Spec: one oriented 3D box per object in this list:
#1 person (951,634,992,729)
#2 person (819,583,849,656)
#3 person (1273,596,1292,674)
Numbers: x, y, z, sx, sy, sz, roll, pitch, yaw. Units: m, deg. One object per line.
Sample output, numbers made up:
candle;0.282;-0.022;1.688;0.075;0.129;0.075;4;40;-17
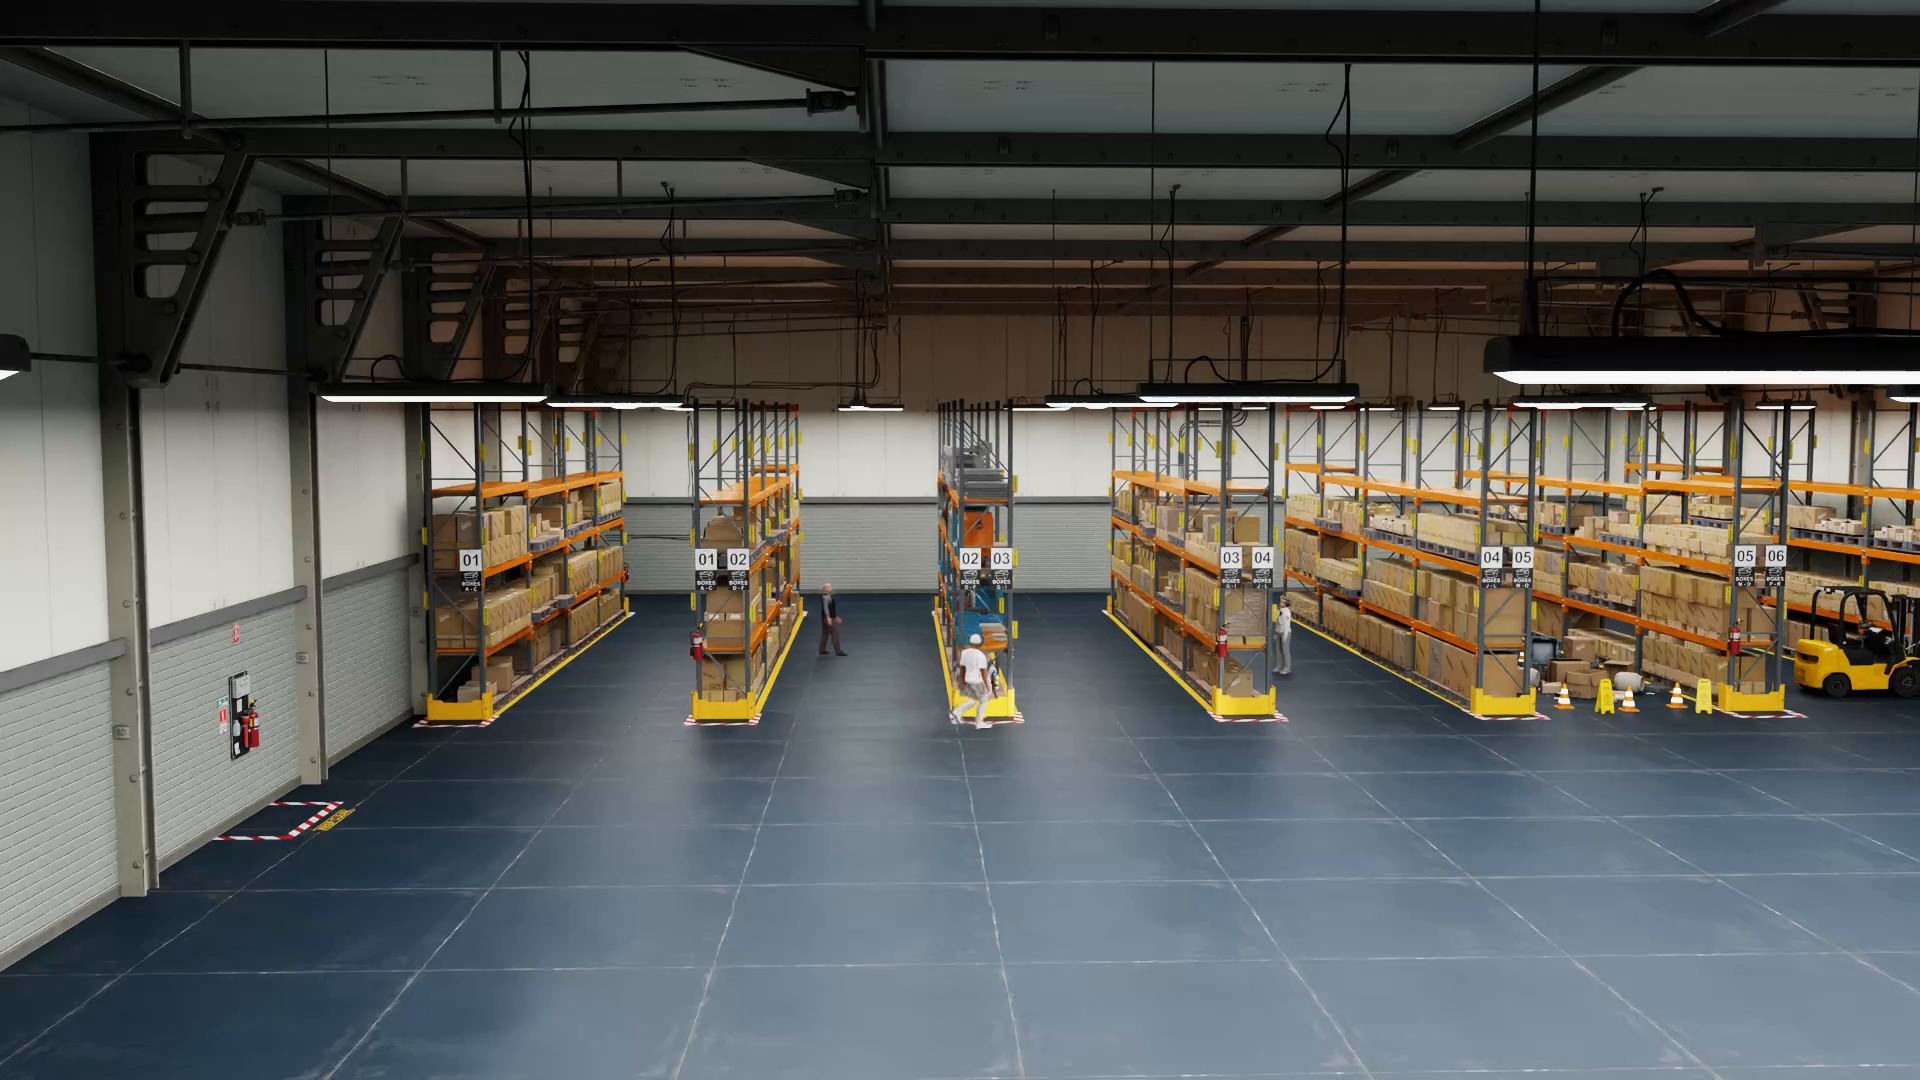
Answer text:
person;0.243;2.566;30.060;0.711;1.740;0.548;-1;5;-17
person;-2.987;1.874;39.208;0.660;1.701;0.632;-1;5;-16
person;7.137;2.081;36.751;0.397;1.698;0.519;-2;5;-25
